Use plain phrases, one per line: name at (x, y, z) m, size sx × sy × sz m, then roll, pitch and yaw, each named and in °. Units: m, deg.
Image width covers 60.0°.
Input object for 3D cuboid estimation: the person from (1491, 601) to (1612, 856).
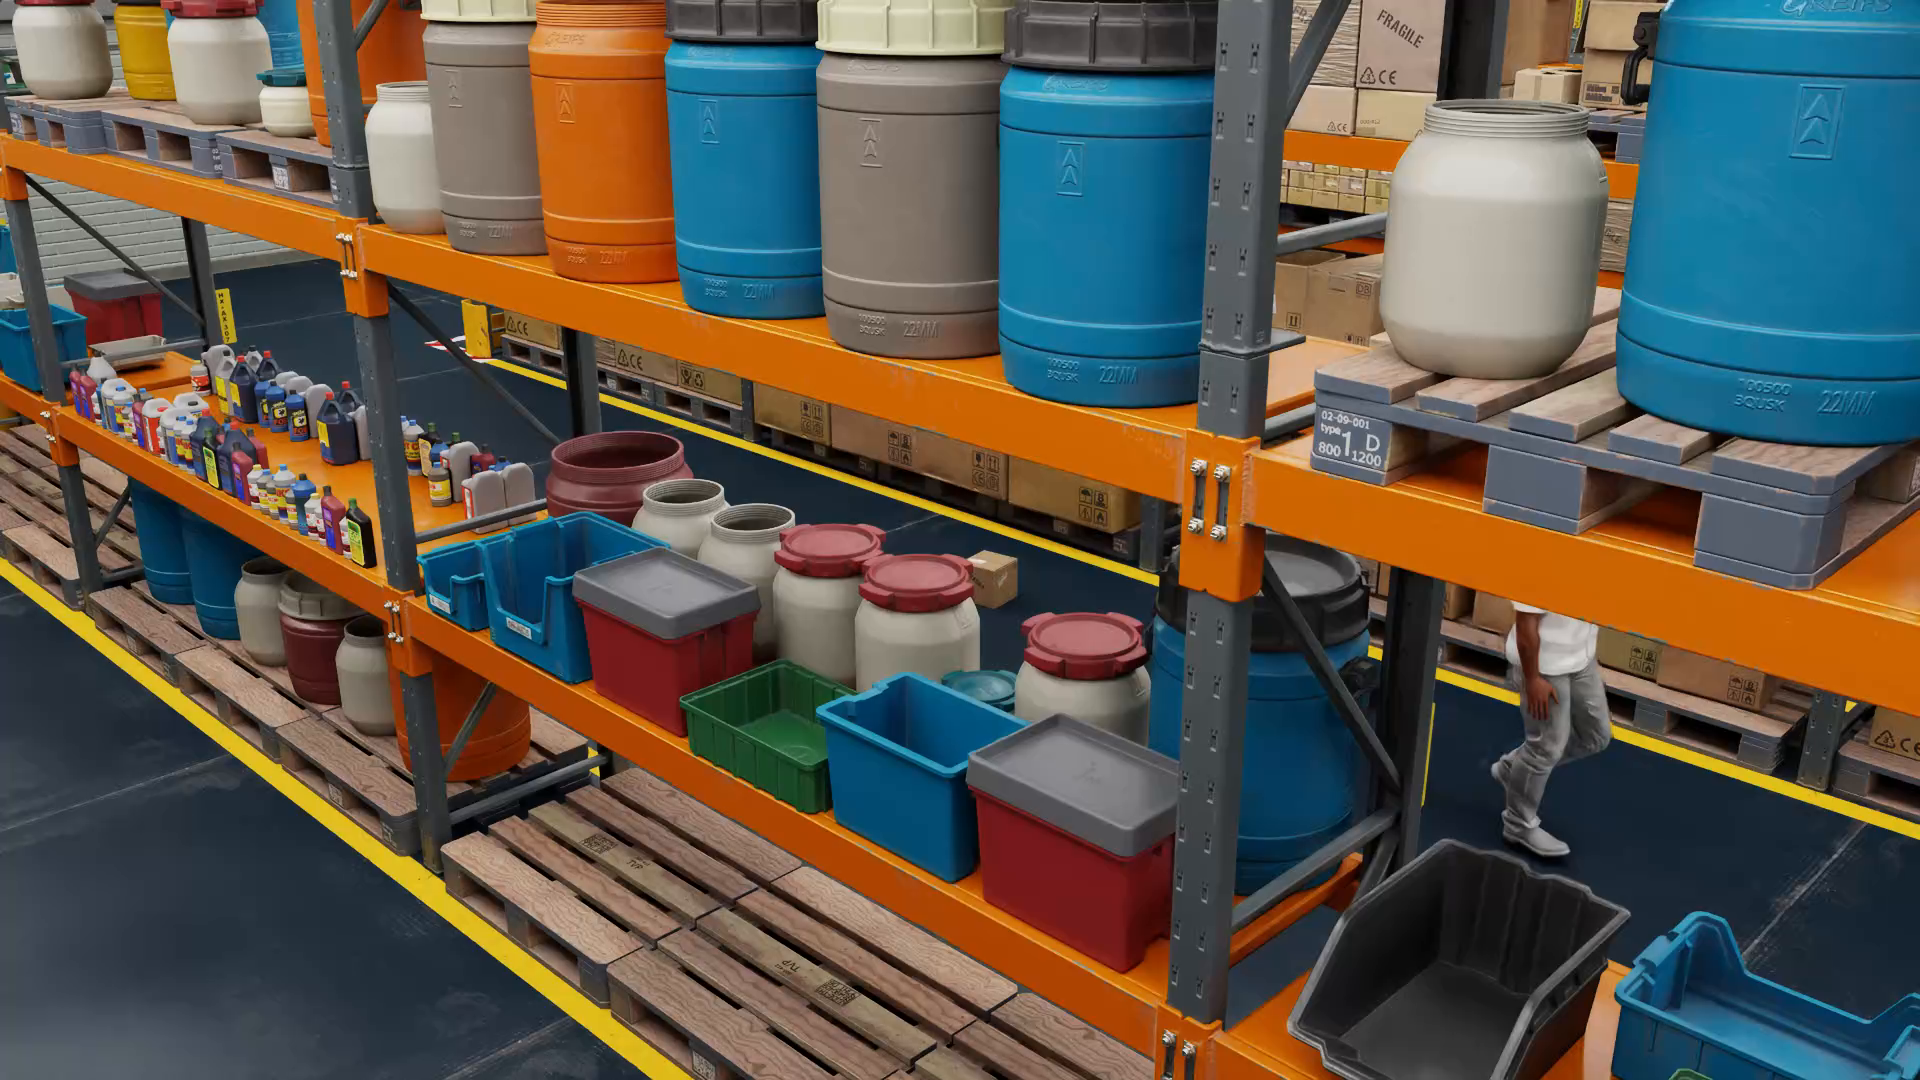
person at (2.532, 0.507, 7.113) m, size 0.489 × 1.756 × 0.572 m, roll 18°, pitch 27°, yaw 39°
